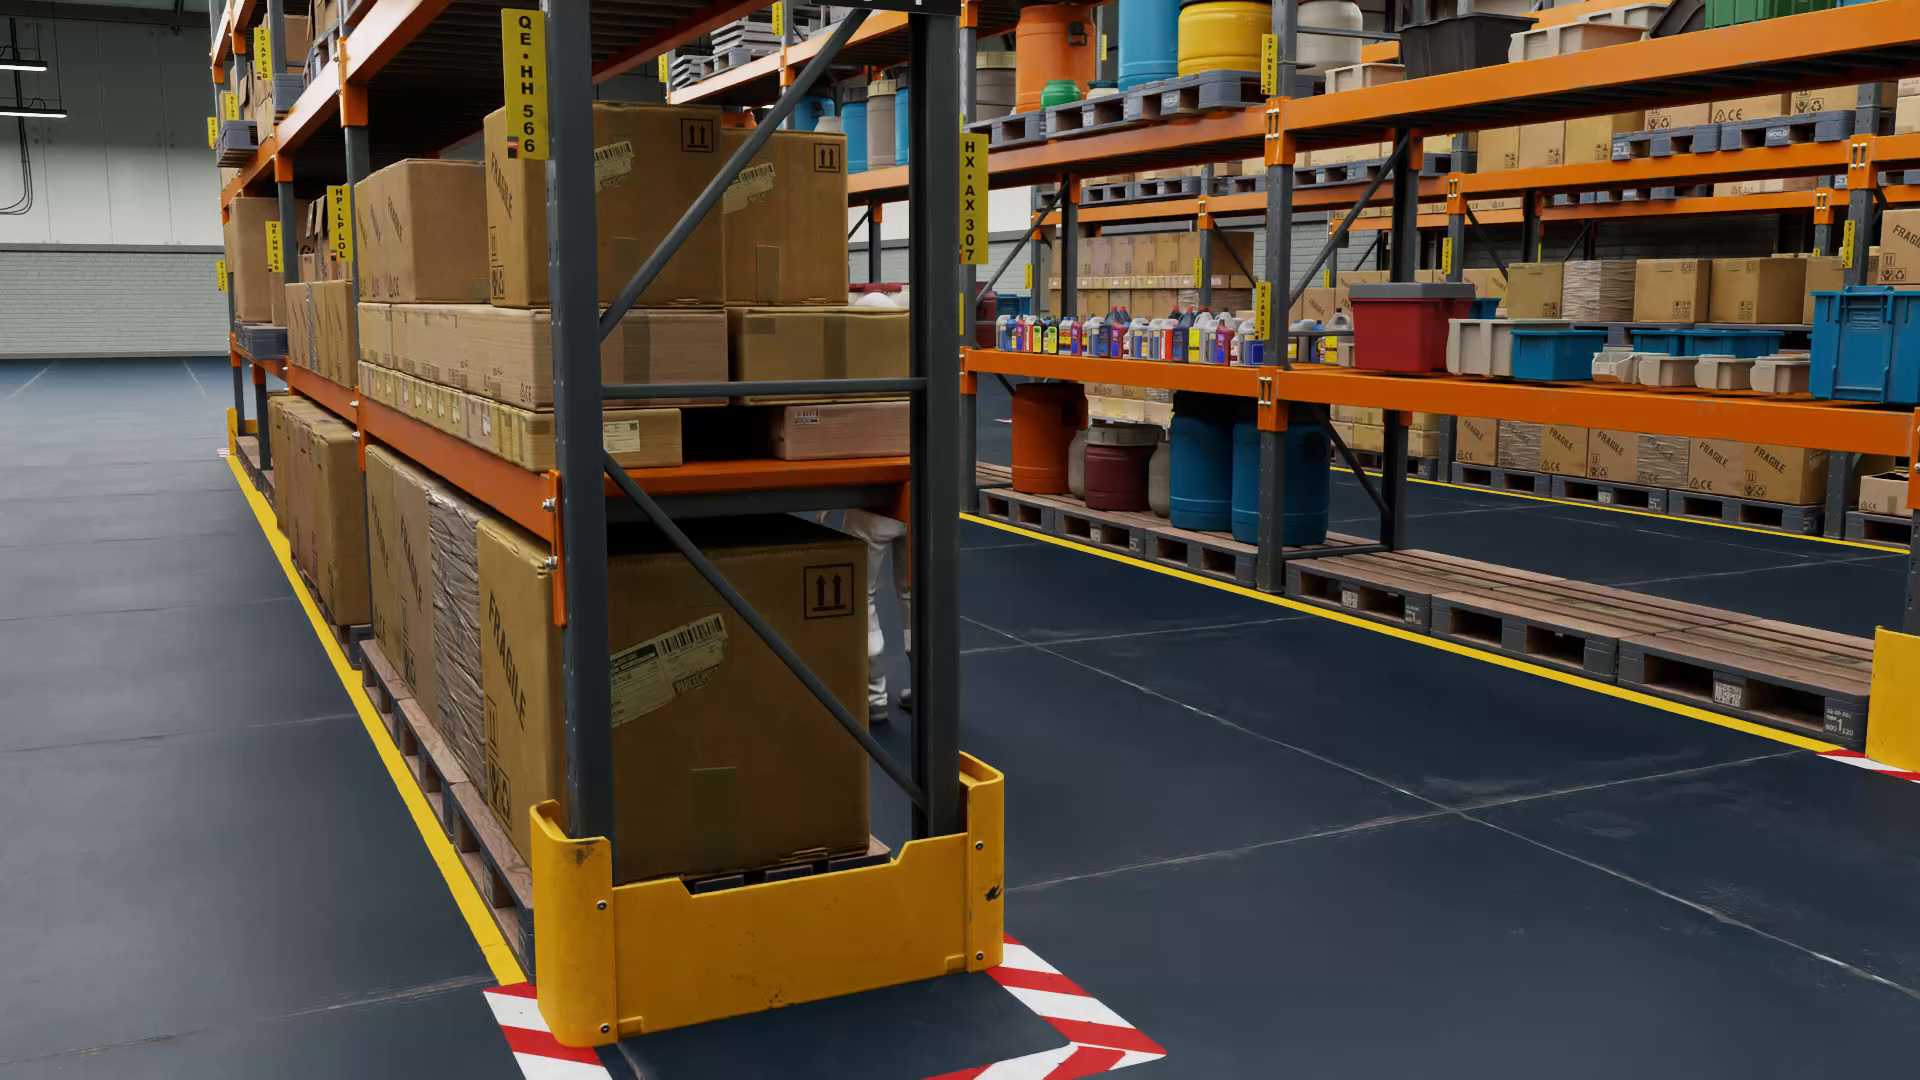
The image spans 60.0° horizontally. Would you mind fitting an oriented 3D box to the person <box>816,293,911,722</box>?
[{"bbox_3d":[-0.313,-0.136,6.840,0.539,1.744,0.443,-4,9,-25],"label":"person"}]
